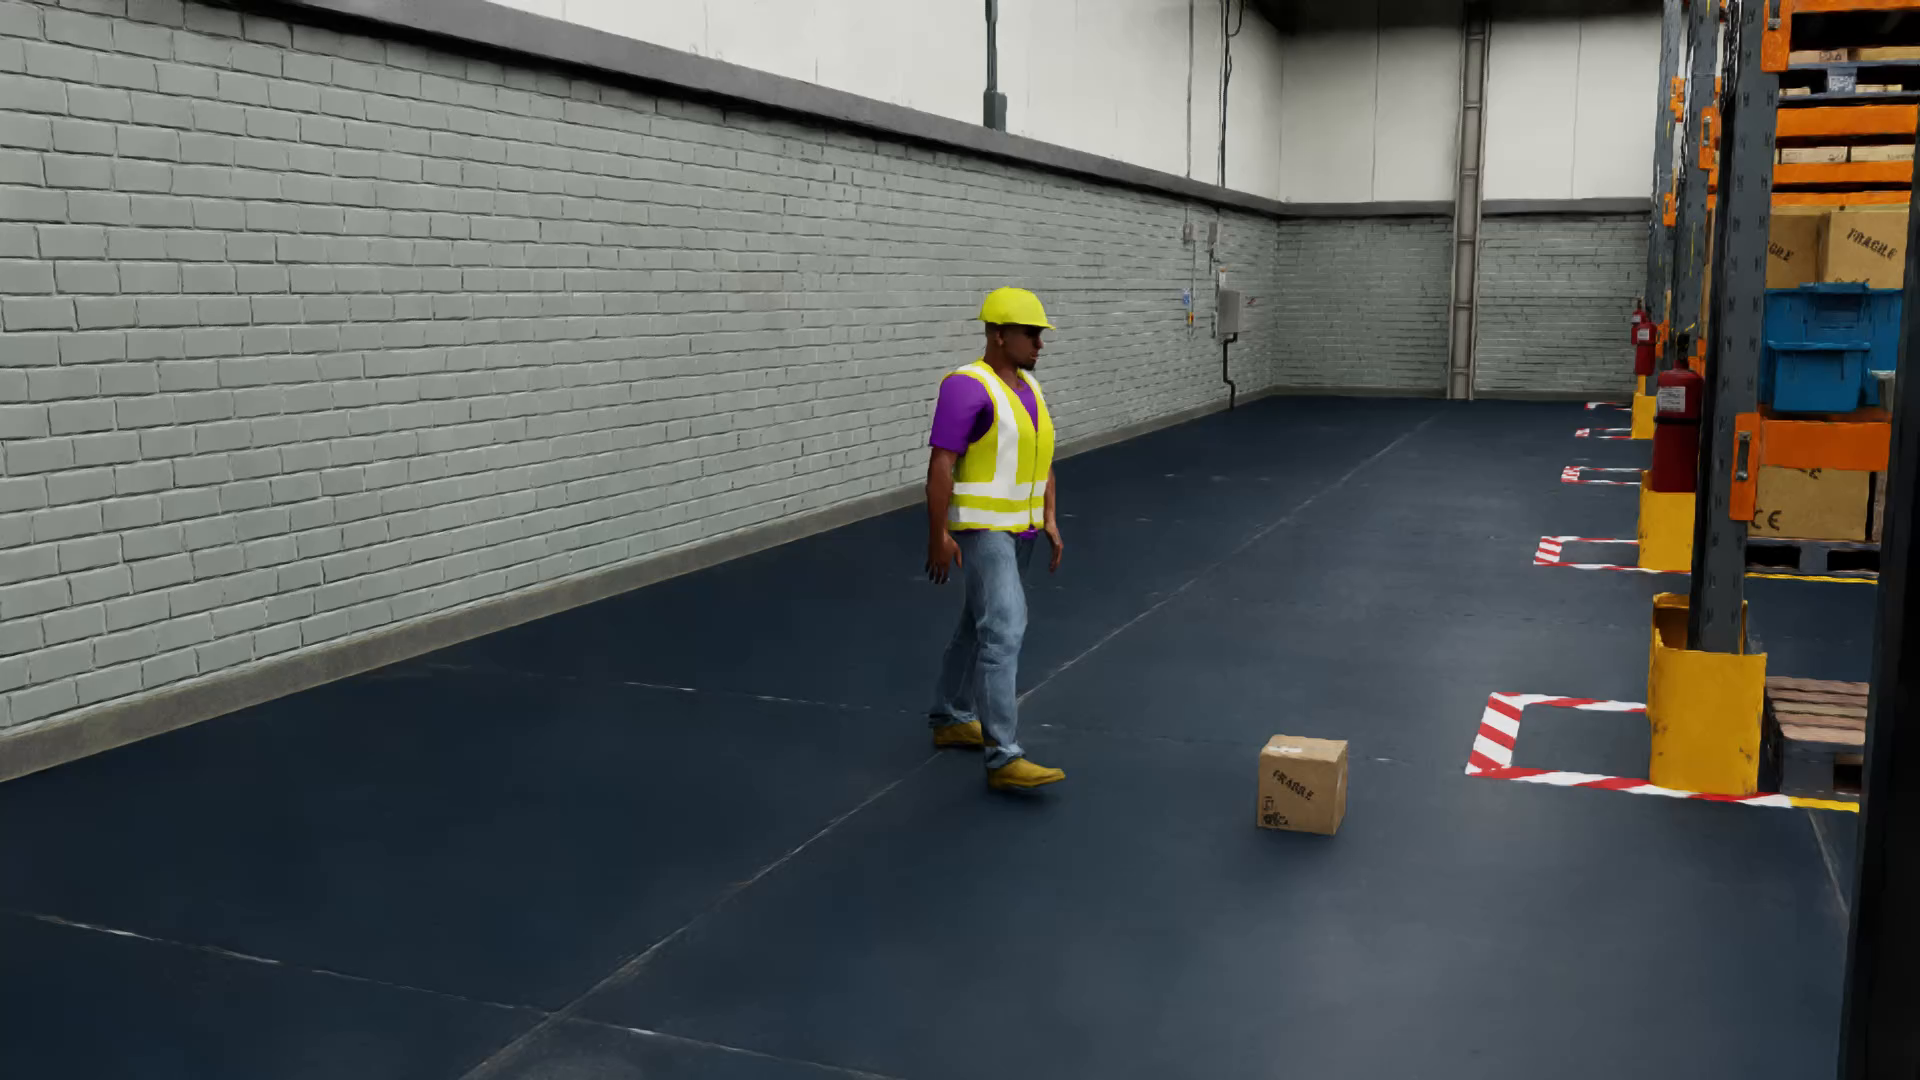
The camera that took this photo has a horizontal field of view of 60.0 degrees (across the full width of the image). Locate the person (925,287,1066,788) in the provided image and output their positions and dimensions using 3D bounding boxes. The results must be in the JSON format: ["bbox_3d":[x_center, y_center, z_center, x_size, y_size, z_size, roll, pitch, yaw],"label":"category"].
[{"bbox_3d":[0.148,-0.032,5.983,0.771,1.740,0.663,5,10,28],"label":"person"}]
